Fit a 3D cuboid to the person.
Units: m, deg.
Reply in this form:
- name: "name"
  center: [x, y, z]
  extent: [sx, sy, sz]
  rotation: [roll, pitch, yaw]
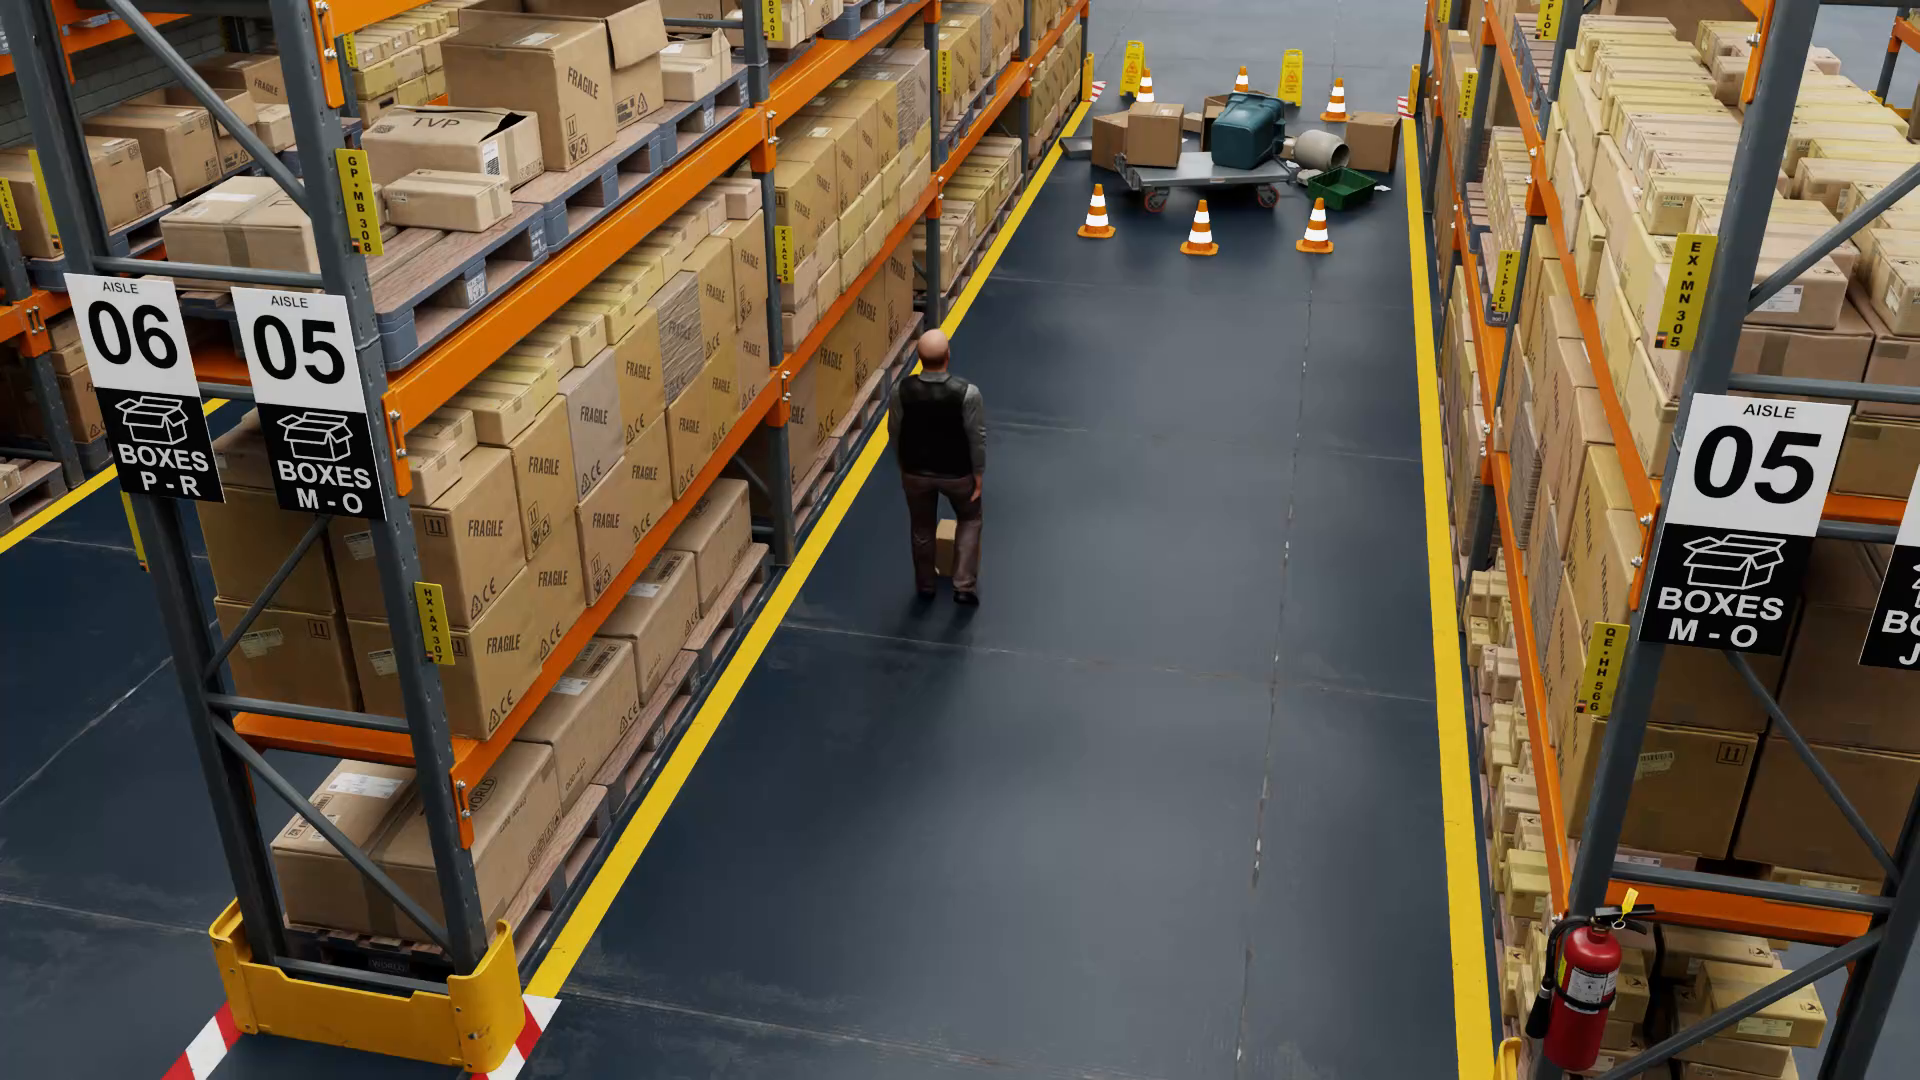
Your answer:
- name: "person"
  center: [-0.117, -0.404, 9.383]
  extent: [0.562, 1.745, 0.521]
  rotation: [3, 29, 6]
